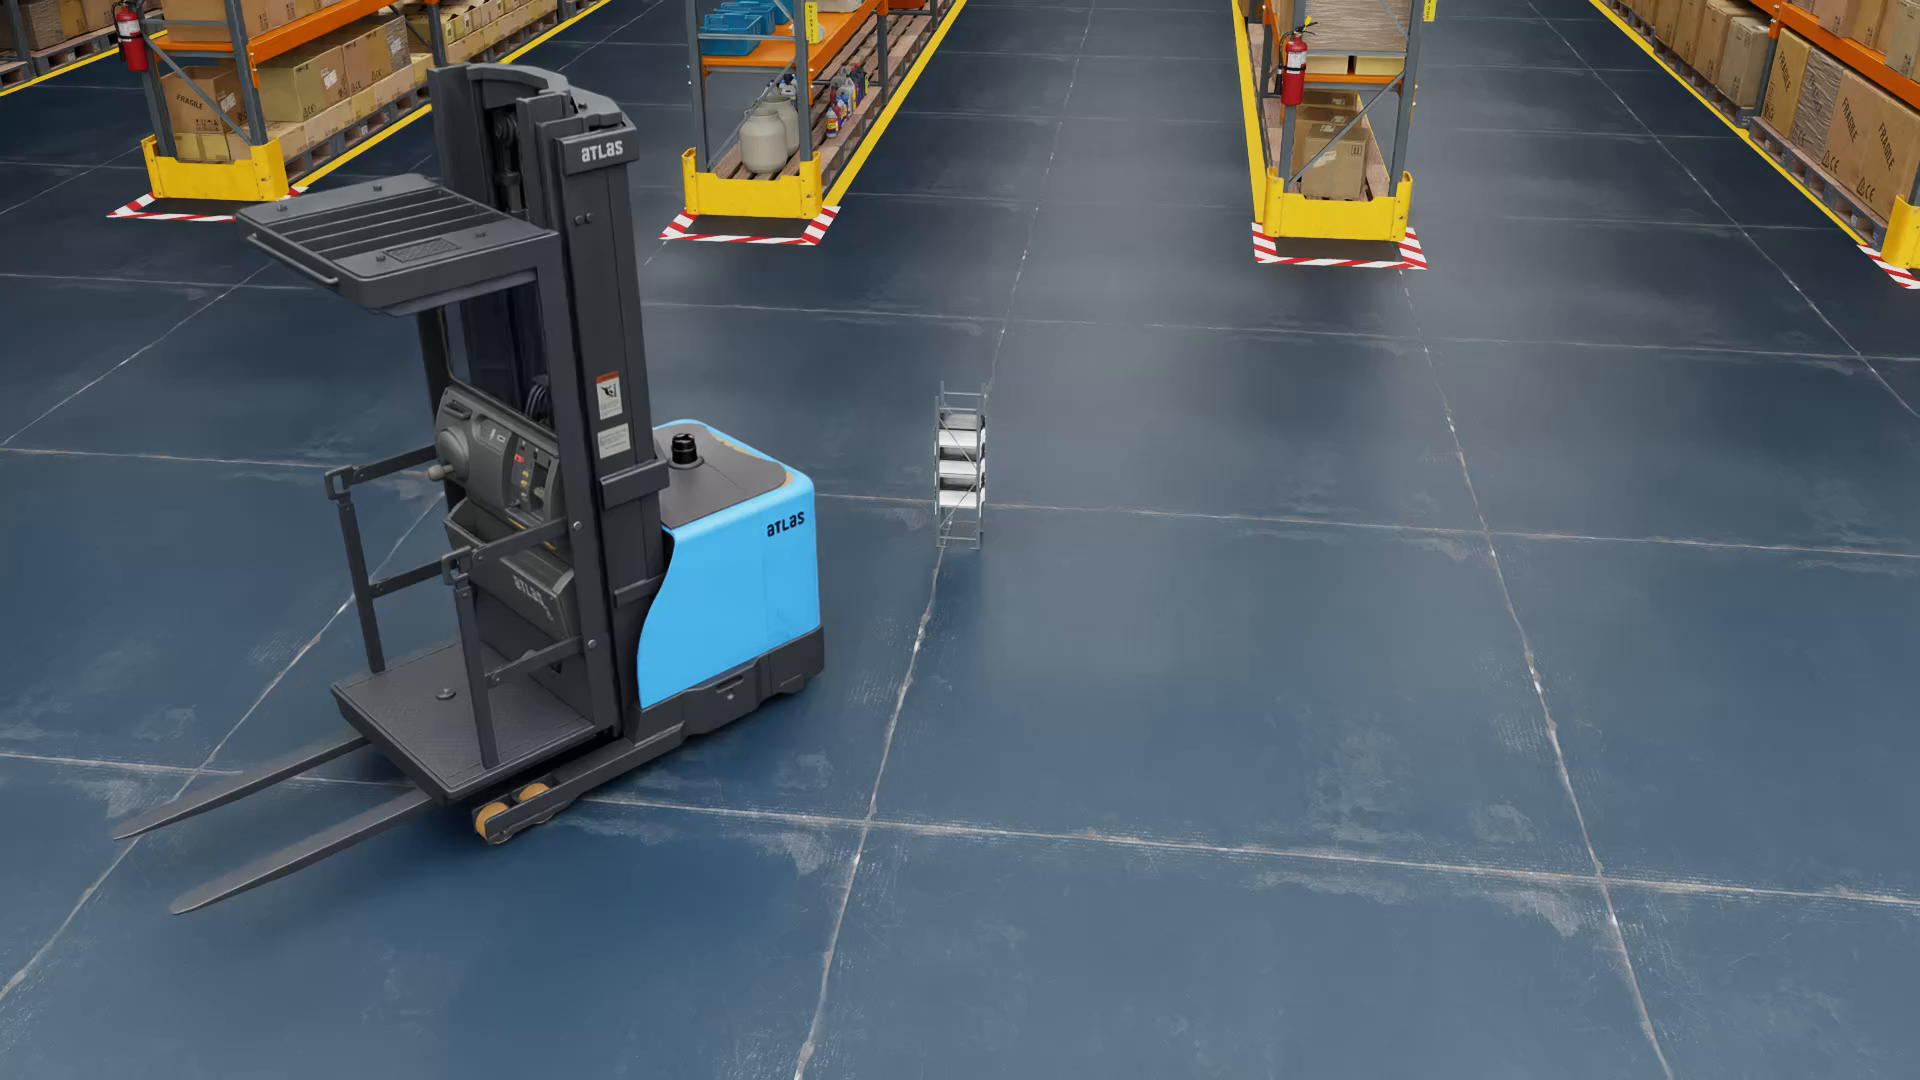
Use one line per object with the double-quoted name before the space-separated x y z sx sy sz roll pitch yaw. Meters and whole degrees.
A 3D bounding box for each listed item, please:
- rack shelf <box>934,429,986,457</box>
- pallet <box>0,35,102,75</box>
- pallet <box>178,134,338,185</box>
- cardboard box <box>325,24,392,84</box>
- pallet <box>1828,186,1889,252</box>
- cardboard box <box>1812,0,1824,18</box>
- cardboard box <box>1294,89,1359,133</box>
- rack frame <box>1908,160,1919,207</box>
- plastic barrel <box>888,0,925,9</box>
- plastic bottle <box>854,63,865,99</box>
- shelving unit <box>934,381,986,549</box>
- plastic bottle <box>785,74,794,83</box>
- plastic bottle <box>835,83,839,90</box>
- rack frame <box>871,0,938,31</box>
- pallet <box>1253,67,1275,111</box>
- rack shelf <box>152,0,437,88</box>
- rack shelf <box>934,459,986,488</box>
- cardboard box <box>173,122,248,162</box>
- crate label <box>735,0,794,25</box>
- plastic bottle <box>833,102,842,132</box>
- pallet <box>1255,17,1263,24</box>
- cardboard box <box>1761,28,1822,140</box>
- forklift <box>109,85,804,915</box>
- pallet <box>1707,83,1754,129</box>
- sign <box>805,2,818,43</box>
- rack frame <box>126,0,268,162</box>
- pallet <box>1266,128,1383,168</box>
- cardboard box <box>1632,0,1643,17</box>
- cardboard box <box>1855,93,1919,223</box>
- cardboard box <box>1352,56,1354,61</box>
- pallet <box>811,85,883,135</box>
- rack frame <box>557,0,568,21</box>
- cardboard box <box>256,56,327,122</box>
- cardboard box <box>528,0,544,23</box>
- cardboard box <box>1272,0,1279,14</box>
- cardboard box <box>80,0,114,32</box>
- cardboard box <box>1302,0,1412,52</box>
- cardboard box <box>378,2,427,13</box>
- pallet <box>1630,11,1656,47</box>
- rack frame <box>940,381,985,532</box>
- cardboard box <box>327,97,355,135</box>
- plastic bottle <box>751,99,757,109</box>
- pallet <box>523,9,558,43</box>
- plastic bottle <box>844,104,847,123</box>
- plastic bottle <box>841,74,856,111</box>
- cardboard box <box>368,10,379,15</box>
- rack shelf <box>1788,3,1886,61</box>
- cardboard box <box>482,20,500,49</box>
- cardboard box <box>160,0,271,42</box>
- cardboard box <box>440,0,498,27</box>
"rack shelf" 0.001 -0.529 8.974 0.258 0.077 0.200 3 28 6
"pallet" -11.017 -5.773 19.743 1.003 0.211 1.213 3 28 6
"pallet" -6.632 -3.600 15.710 1.003 0.211 1.213 3 28 6
"cardboard box" -6.164 -4.951 16.944 0.500 0.500 0.500 3 28 6
"pallet" 8.078 -2.705 14.049 1.003 0.211 1.213 3 28 6
"cardboard box" 8.469 -5.066 15.333 0.875 0.550 0.550 3 28 6
"cardboard box" 3.488 -4.102 15.895 0.500 0.500 0.500 1 28 2
"rack frame" 8.057 -3.552 12.680 1.000 3.000 0.127 3 28 6
"plastic barrel" -0.745 -7.402 21.672 0.600 0.830 0.708 3 28 6
"plastic bottle" -1.071 -4.766 17.263 0.144 0.351 0.185 3 28 5
"shelving unit" 0.001 -0.400 9.044 0.258 0.900 0.210 3 28 6
"plastic bottle" -1.789 -4.730 17.196 0.144 0.351 0.185 4 29 8
"plastic bottle" -1.239 -4.488 16.818 0.061 0.283 0.133 3 28 6
"rack frame" -0.788 -7.941 20.828 1.000 3.000 0.127 3 28 6
"pallet" 3.731 -4.910 18.140 1.003 0.211 1.213 3 28 6
"rack shelf" -6.439 -5.090 16.294 1.077 0.370 4.000 3 28 6
"rack shelf" 0.001 -0.371 9.059 0.258 0.077 0.200 3 28 6
"cardboard box" -6.912 -3.709 15.429 0.500 0.250 0.500 3 28 6
"crate label" -1.812 -5.073 15.467 0.502 0.435 0.616 3 28 6
"plastic bottle" -1.191 -4.114 16.124 0.061 0.283 0.133 4 29 7
"pallet" 4.299 -6.793 21.636 1.003 0.211 1.213 3 28 6
"cardboard box" 8.401 -4.392 16.038 0.875 0.875 0.875 4 29 7
"forklift" -2.098 -0.266 6.720 2.937 2.867 1.118 -24 37 -37
"pallet" 8.567 -4.575 17.519 1.003 0.211 1.213 3 28 6
"sign" -1.223 -4.263 13.709 0.100 0.325 0.005 3 28 6
"rack frame" -6.684 -4.465 14.376 1.000 3.000 0.127 3 28 6
"pallet" 3.443 -3.649 15.800 1.003 0.211 1.213 3 28 6
"cardboard box" 8.926 -6.971 21.220 0.500 0.500 0.500 4 29 8
"cardboard box" 8.075 -3.124 13.684 0.875 0.875 0.875 4 29 6
"cardboard box" 3.468 -4.014 13.803 0.380 0.149 0.250 3 28 6
"pallet" -1.402 -4.517 17.412 1.003 0.211 1.213 3 28 6
"rack frame" -5.704 -8.231 21.365 1.000 3.000 0.127 3 28 6
"cardboard box" -6.338 -4.245 15.632 0.500 0.500 0.500 3 28 6
"cardboard box" -5.586 -6.701 20.981 0.500 0.250 0.500 3 28 6
"cardboard box" 3.173 -5.107 15.831 0.380 0.149 0.250 3 28 6
"cardboard box" -10.921 -6.559 20.433 0.700 0.500 0.500 4 29 7
"cardboard box" 3.242 -4.320 13.687 0.875 0.500 0.500 3 28 6
"cardboard box" -6.371 -6.022 19.130 0.500 0.311 0.500 4 29 8
"pallet" 9.135 -6.458 21.014 1.003 0.211 1.213 3 28 6
"rack frame" 0.013 -0.448 9.132 0.240 0.900 0.006 3 28 6
"cardboard box" -6.278 -4.150 16.247 0.500 0.250 0.500 3 28 6
"plastic bottle" -1.982 -4.119 16.134 0.061 0.283 0.133 4 29 7
"pallet" -5.844 -6.618 21.312 1.003 0.211 1.213 3 28 6
"plastic bottle" -1.171 -4.228 16.421 0.097 0.201 0.097 0 28 0
"plastic bottle" -1.134 -4.524 16.813 0.144 0.351 0.185 3 28 6
"cardboard box" -6.562 -5.452 17.874 0.500 0.500 0.500 3 28 6
"rack shelf" 8.302 -4.263 14.552 0.919 0.124 3.809 3 28 6
"cardboard box" -5.774 -5.982 19.648 0.500 0.250 0.500 3 28 5
"cardboard box" -6.614 -4.728 14.758 0.700 0.500 0.500 3 28 6
"cardboard box" -5.767 -6.228 19.513 0.500 0.311 0.500 2 28 5
